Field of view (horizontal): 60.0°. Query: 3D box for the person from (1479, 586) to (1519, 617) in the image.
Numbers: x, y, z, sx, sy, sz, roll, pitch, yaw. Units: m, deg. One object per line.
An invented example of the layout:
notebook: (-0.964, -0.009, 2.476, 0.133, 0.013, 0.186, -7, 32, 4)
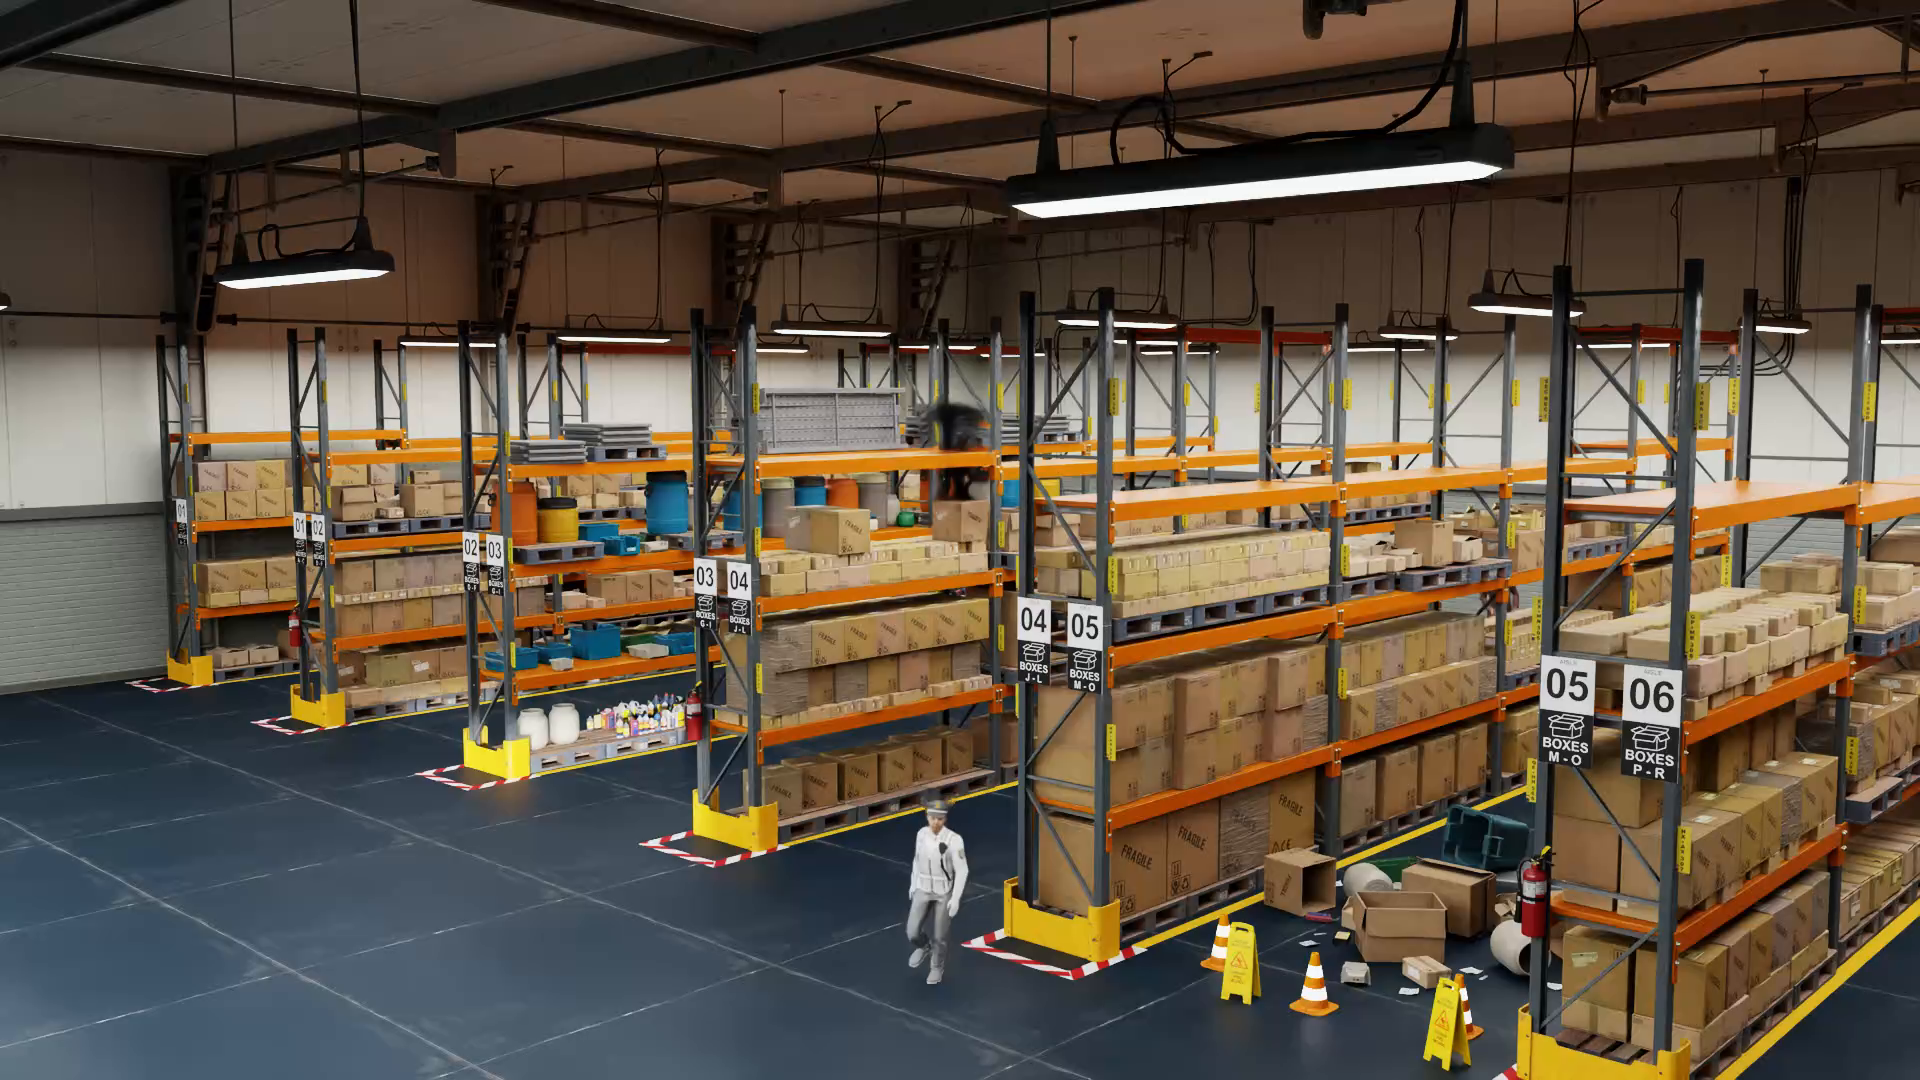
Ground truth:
person: (10.162, 1.366, 31.370, 0.713, 1.724, 0.624, 1, 5, 12)

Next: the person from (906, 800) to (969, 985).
person: (-0.193, 3.012, 14.247, 0.600, 1.663, 0.543, 1, 6, 16)
